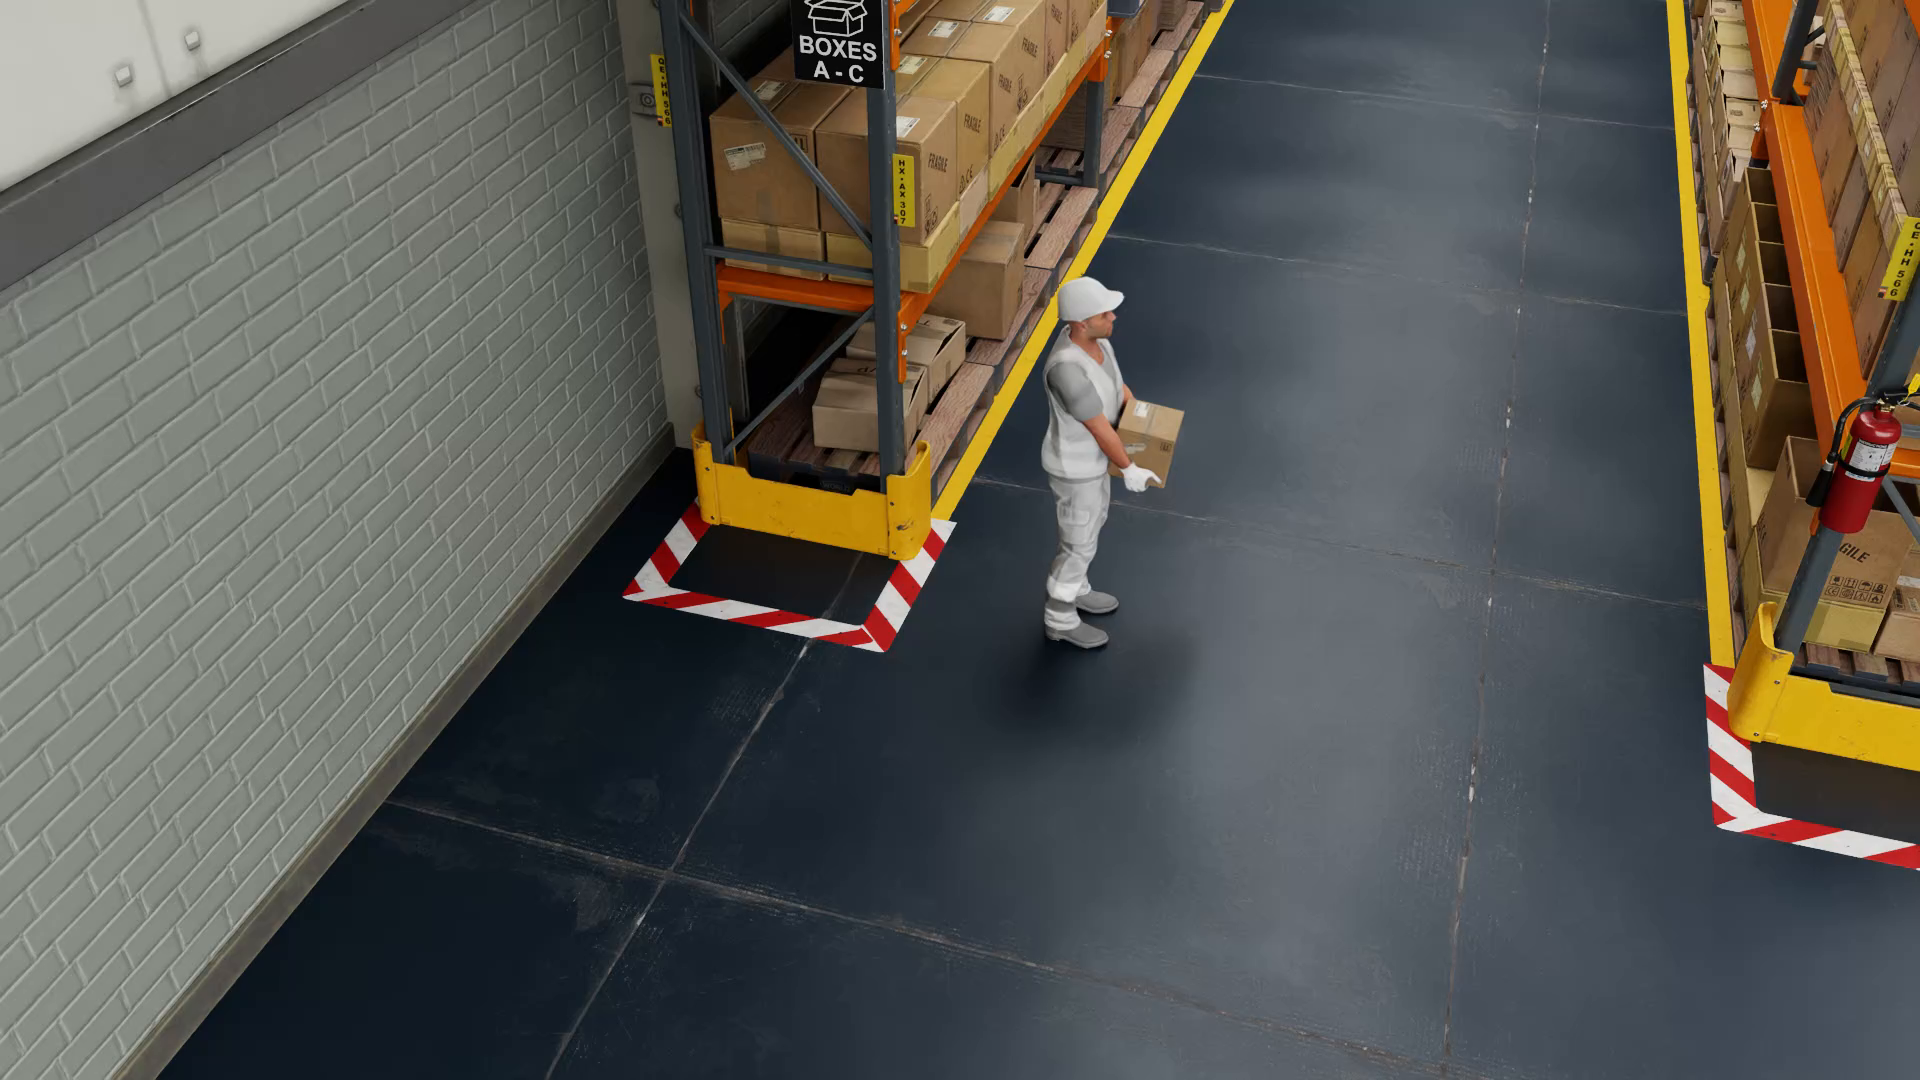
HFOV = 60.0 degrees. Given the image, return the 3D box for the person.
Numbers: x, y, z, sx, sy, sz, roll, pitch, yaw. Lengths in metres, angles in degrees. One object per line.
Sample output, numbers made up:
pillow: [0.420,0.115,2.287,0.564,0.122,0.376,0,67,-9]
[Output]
person: [0.639,-0.332,7.318,0.549,1.786,0.495,9,38,12]
